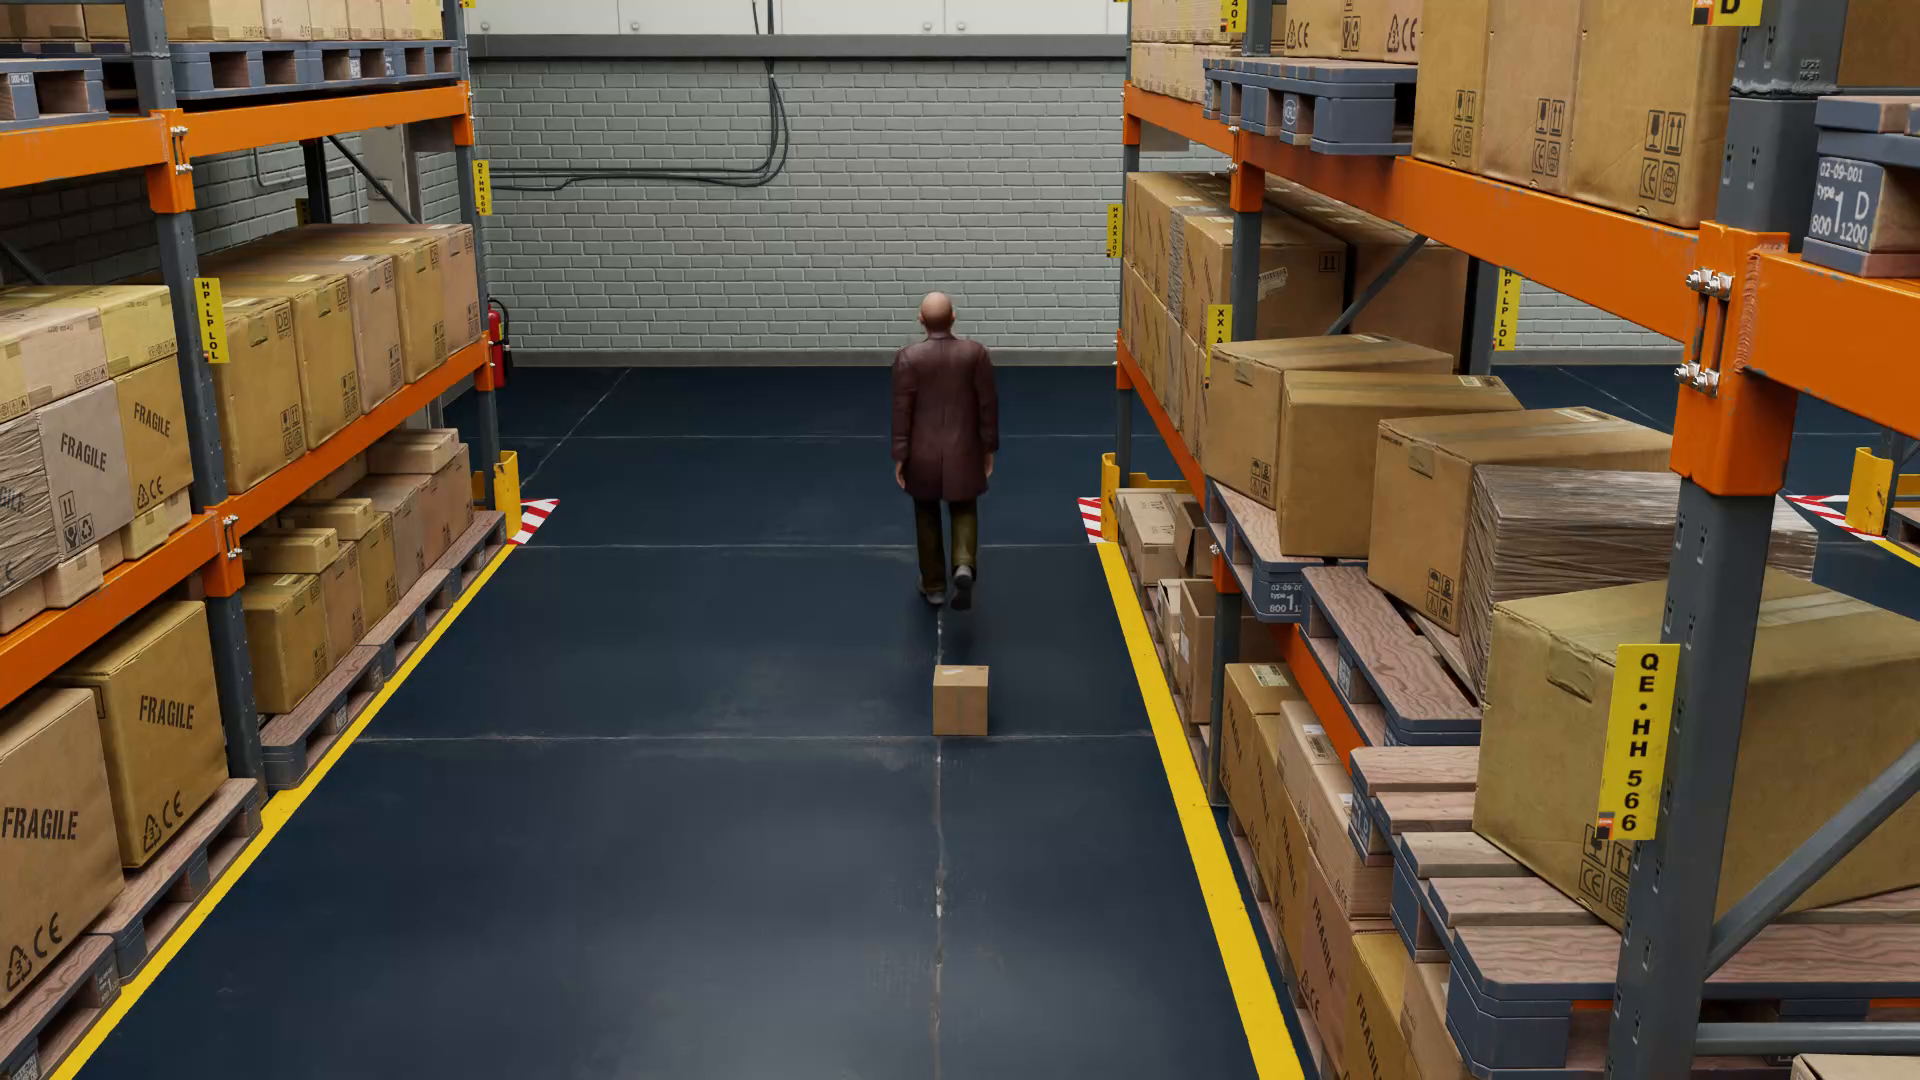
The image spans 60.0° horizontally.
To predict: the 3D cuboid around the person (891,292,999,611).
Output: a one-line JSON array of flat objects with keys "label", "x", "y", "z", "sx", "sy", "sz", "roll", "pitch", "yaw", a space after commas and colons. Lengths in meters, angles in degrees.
[{"label": "person", "x": -0.077, "y": -0.458, "z": 9.029, "sx": 0.597, "sy": 1.754, "sz": 0.866, "roll": -2, "pitch": 17, "yaw": -5}]
